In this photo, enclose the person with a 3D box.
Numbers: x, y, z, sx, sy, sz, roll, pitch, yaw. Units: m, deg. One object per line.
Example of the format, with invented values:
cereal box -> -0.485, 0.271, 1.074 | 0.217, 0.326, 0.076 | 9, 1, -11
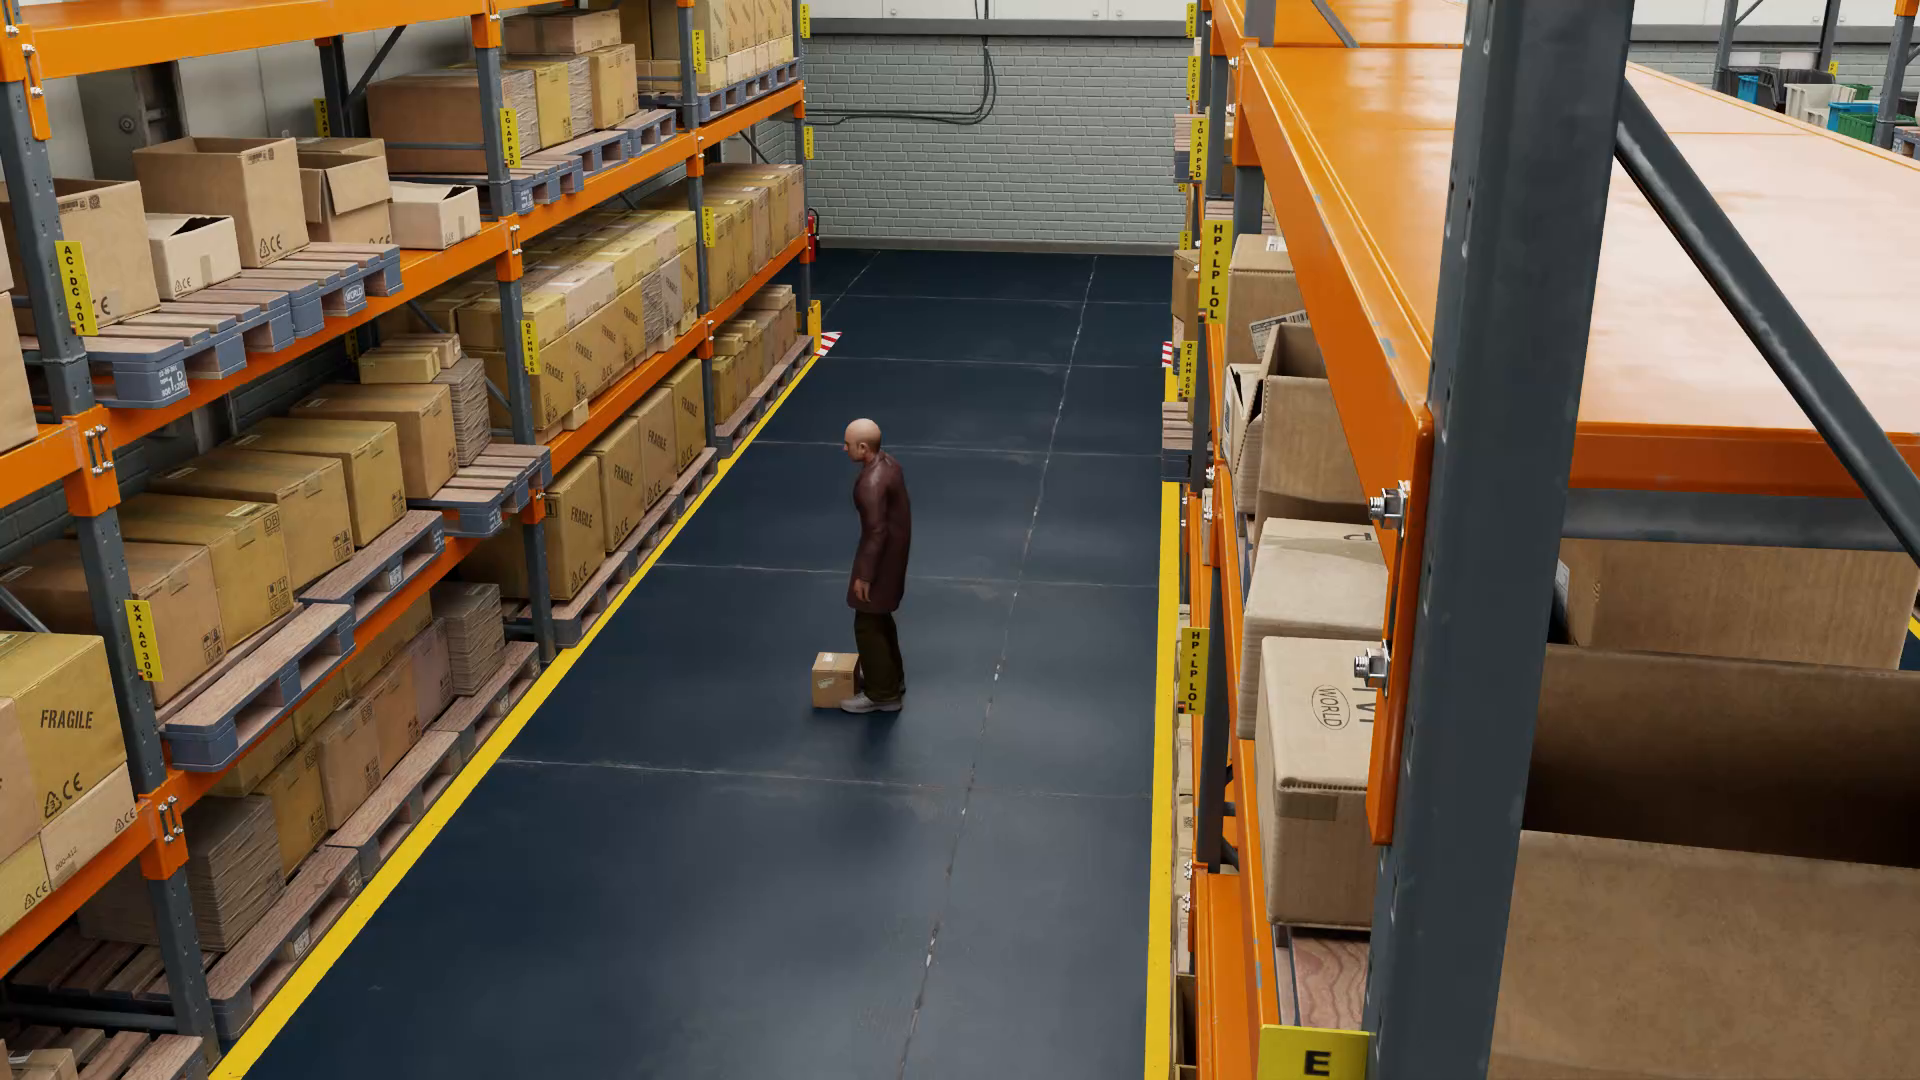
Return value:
person -> -0.497, 0.140, 9.737 | 0.427, 1.773, 0.641 | 2, 21, 6
